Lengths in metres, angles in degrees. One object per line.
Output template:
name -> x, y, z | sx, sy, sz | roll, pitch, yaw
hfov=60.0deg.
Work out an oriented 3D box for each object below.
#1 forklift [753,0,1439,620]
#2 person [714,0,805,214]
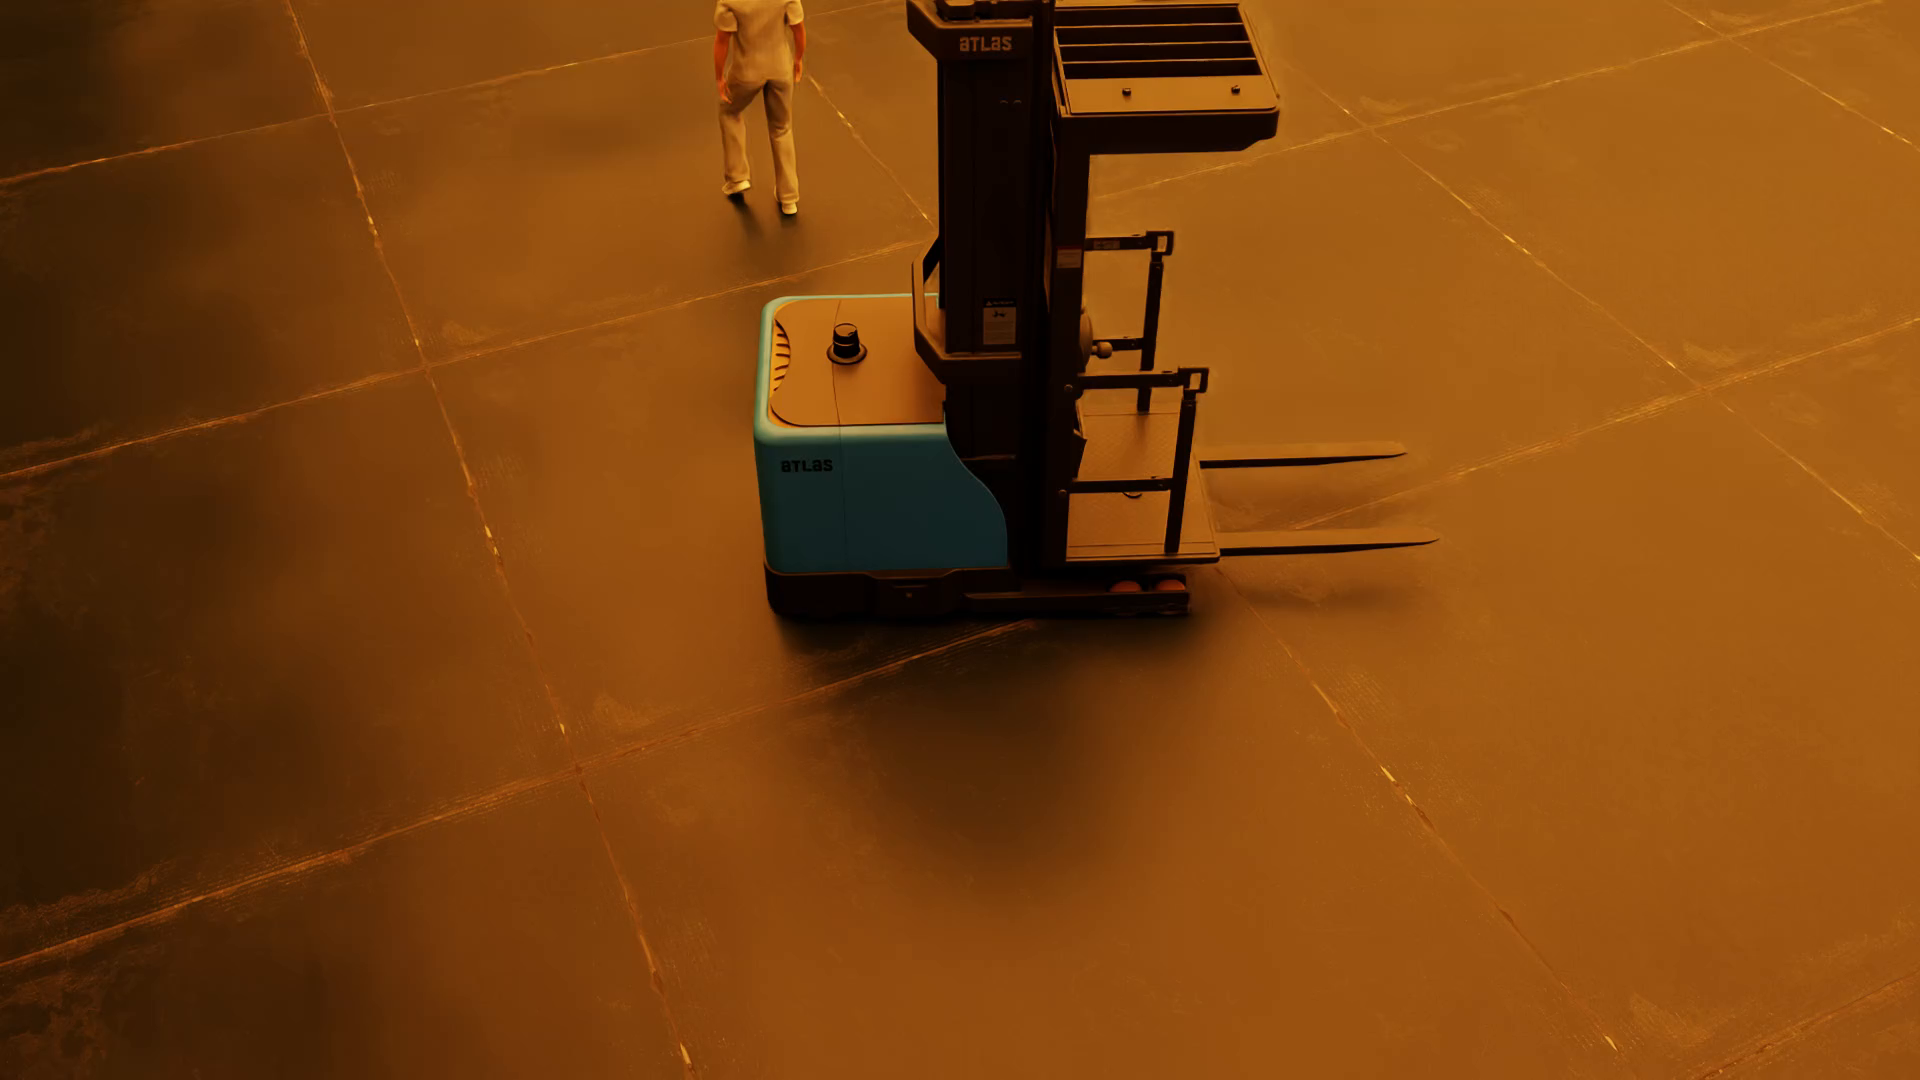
forklift -> 0.635, -1.091, 6.849 | 3.031, 2.935, 1.130 | -2, 43, -2
person -> -1.141, -2.648, 9.516 | 0.538, 1.685, 0.497 | -13, 45, -14
